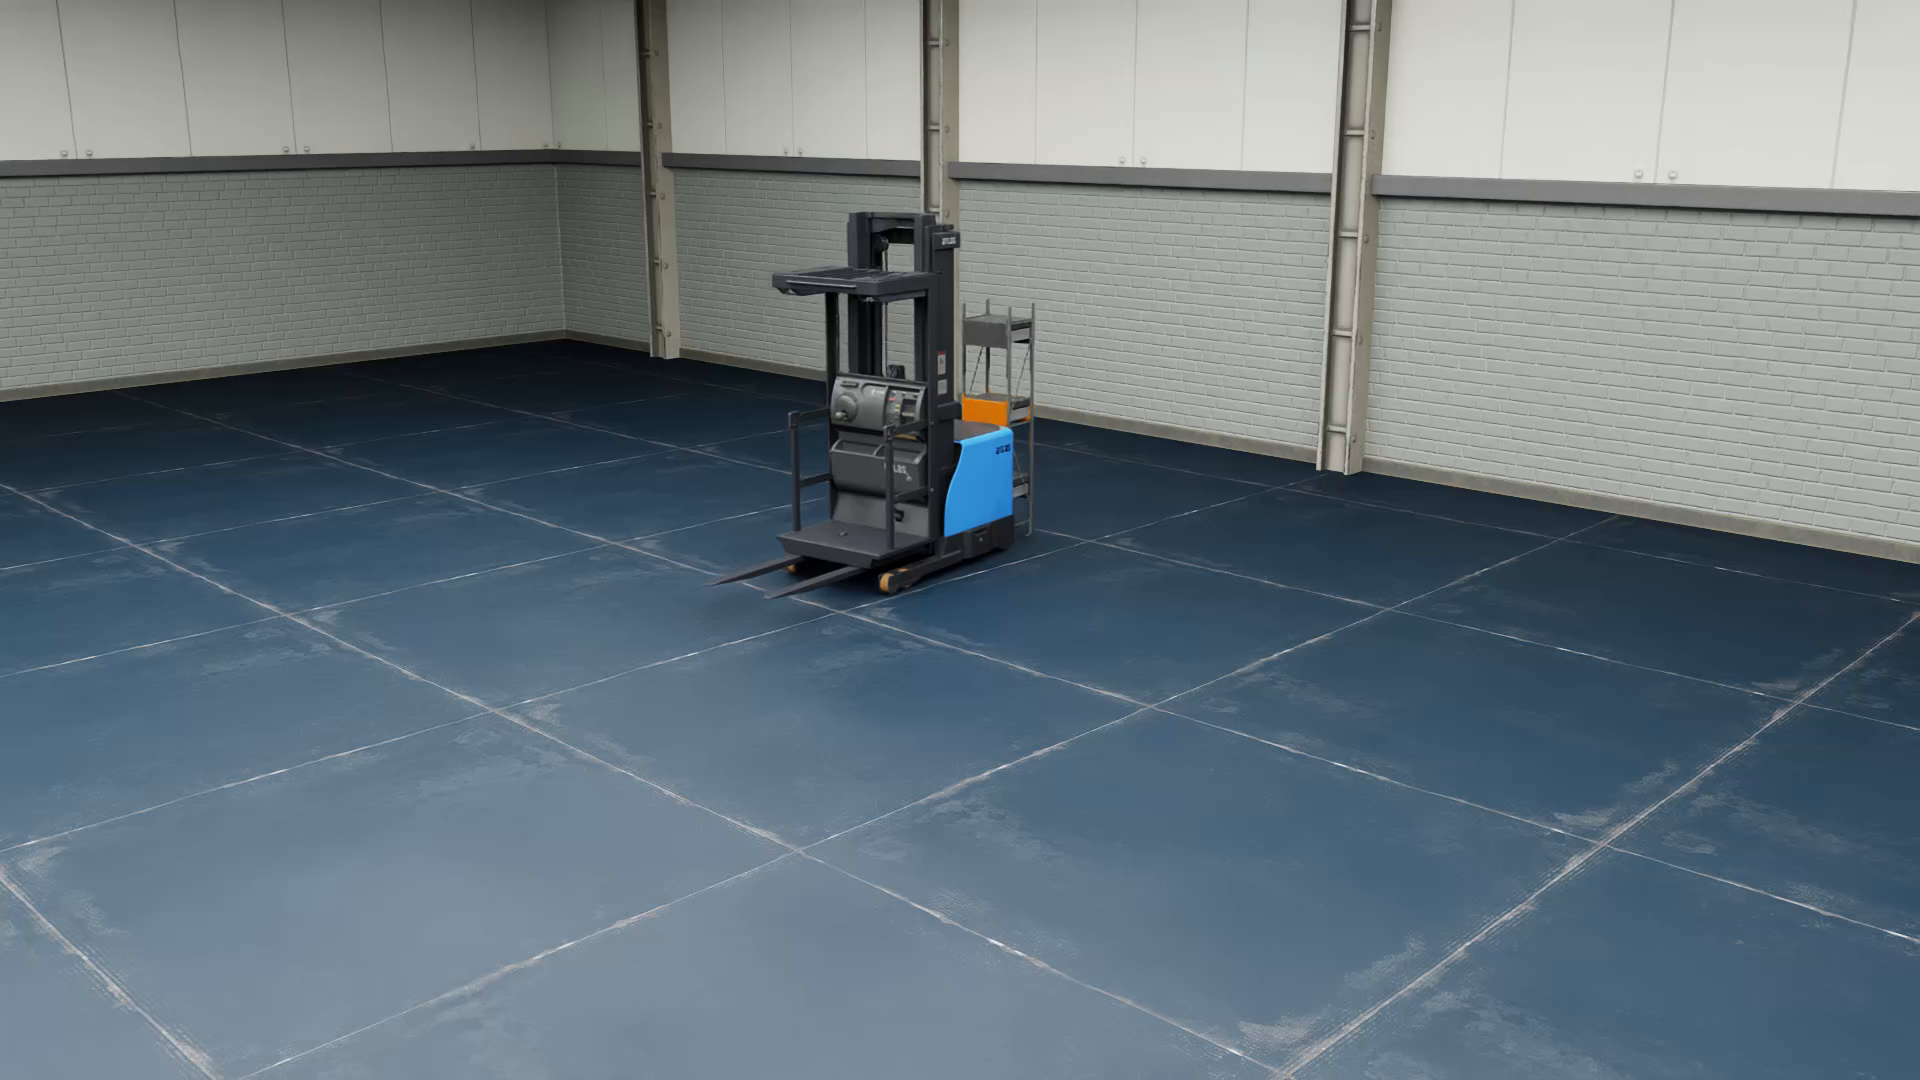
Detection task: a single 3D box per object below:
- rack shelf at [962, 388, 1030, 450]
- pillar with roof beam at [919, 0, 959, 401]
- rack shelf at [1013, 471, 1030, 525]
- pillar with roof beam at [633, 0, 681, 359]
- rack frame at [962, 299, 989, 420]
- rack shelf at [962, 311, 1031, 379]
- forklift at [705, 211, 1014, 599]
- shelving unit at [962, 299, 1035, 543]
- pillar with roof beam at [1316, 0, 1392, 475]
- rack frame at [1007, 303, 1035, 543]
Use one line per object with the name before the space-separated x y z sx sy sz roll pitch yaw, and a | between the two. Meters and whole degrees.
rack shelf | 0.337 -1.052 14.859 0.480 0.518 0.431 10 18 35
pillar with roof beam | -3.245 -5.371 17.697 0.400 9.000 9.100 14 20 42
rack shelf | 0.337 -0.374 15.035 0.480 0.518 0.431 10 18 35
pillar with roof beam | -7.565 -6.421 21.727 0.400 9.000 9.100 14 20 42
rack frame | 0.140 -1.101 14.994 0.015 2.100 0.400 10 18 35
rack shelf | 0.337 -1.729 14.682 0.480 0.518 0.431 10 18 35
forklift | -0.797 -1.126 13.442 1.130 2.935 3.031 10 18 35
shelving unit | 0.337 -1.065 14.855 0.503 2.100 0.431 10 18 35
pillar with roof beam | 1.074 -4.321 13.667 0.400 9.000 9.100 14 20 42
rack frame | 0.534 -1.029 14.716 0.015 2.100 0.400 10 18 35
